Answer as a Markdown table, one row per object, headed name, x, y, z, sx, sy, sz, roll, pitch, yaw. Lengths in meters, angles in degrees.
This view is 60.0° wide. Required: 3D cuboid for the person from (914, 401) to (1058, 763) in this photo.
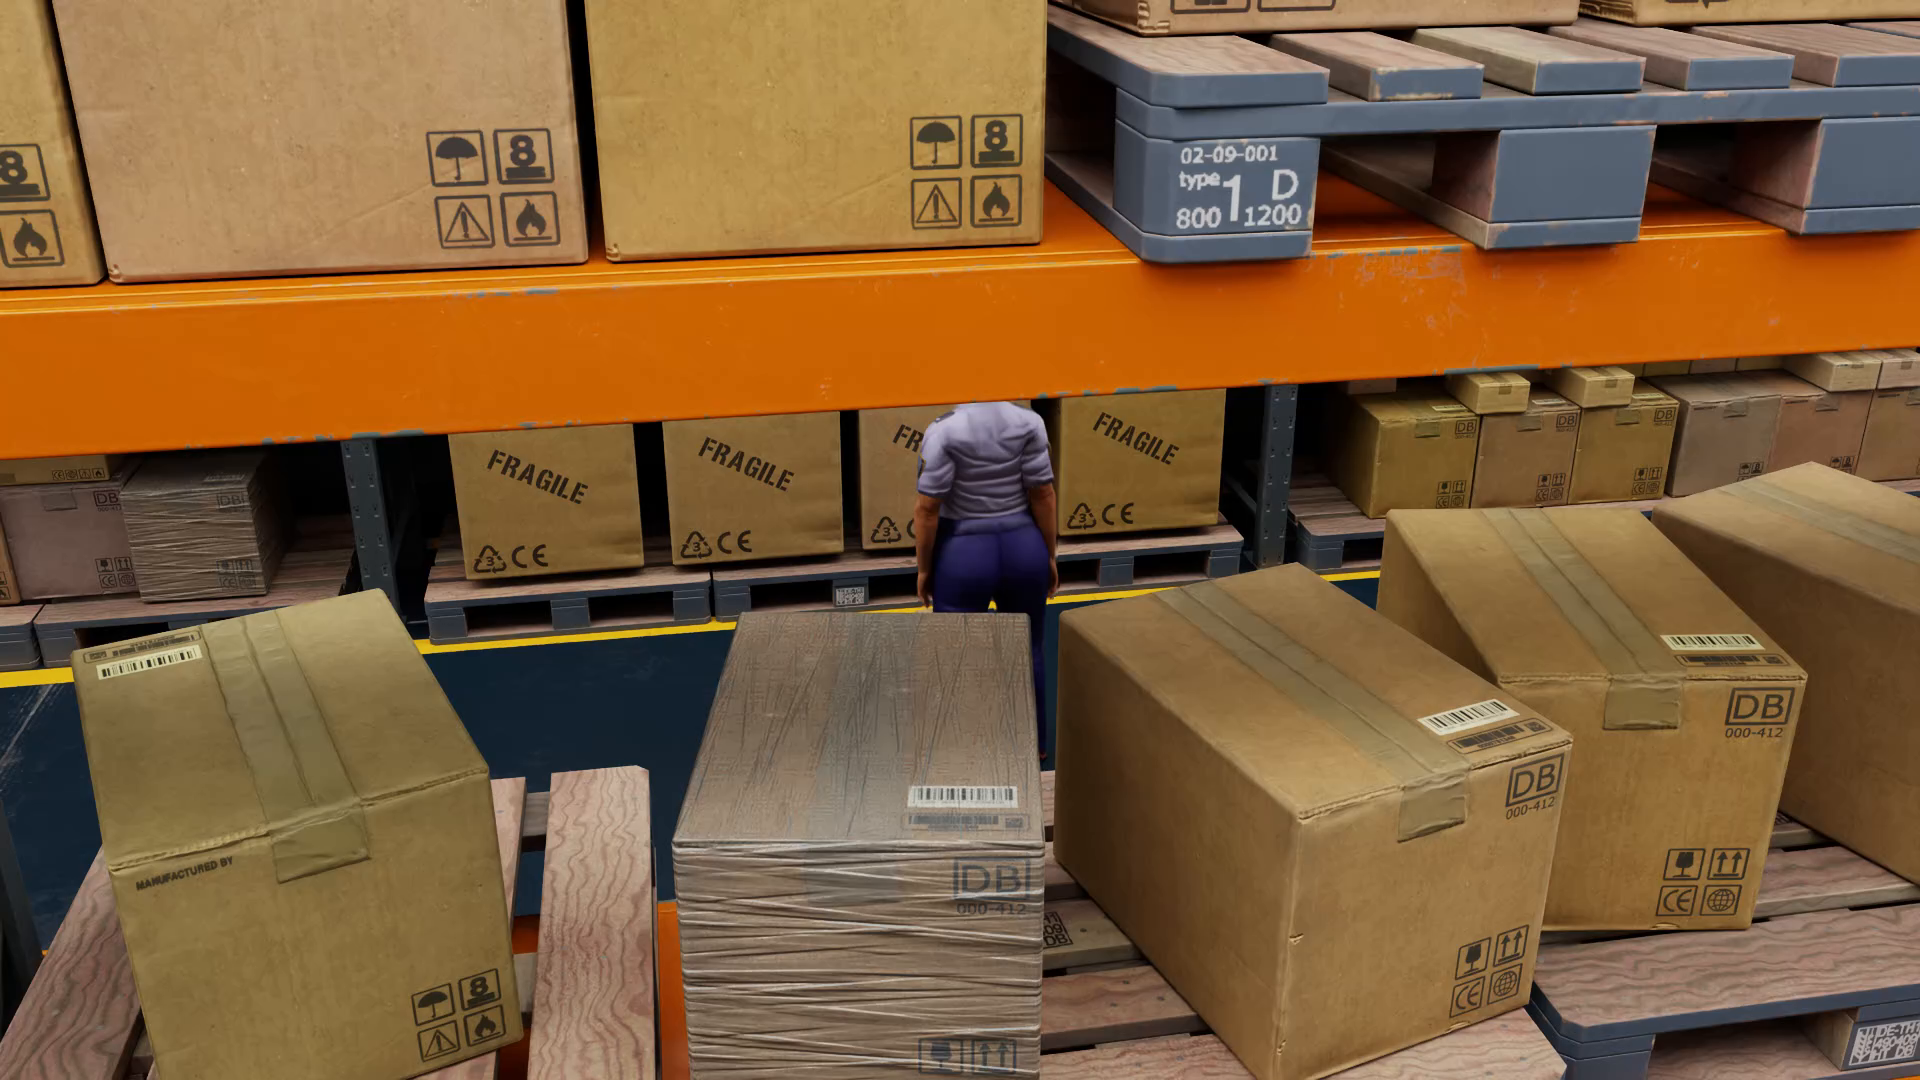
| name | x | y | z | sx | sy | sz | roll | pitch | yaw |
| --- | --- | --- | --- | --- | --- | --- | --- | --- | --- |
| person | 0.077 | 0.087 | 5.892 | 0.511 | 1.633 | 0.392 | -7 | 24 | -15 |
